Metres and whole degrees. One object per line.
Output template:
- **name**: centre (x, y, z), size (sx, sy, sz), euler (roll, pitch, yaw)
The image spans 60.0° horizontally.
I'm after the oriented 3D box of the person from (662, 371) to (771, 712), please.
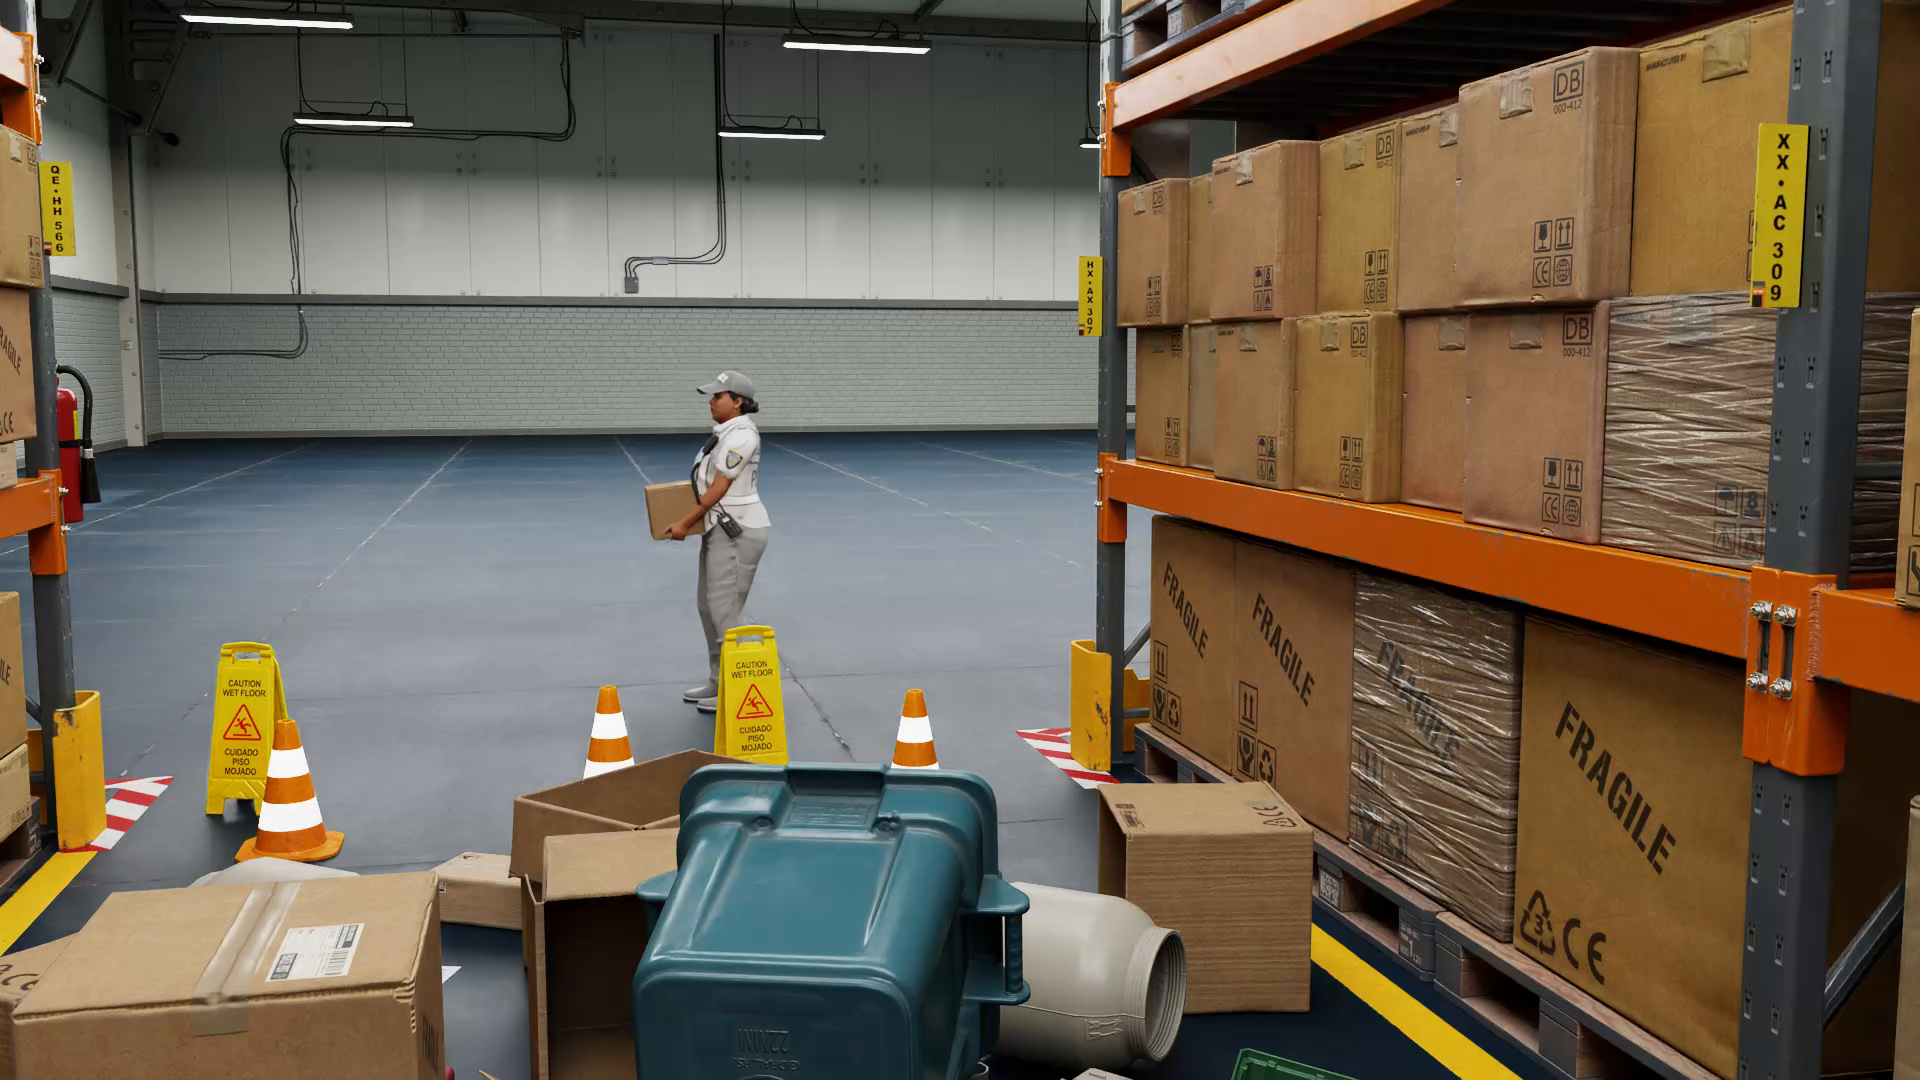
- **person**: centre (-1.210, -0.001, 8.229), size (0.539, 1.662, 0.452), euler (-2, 6, -14)
